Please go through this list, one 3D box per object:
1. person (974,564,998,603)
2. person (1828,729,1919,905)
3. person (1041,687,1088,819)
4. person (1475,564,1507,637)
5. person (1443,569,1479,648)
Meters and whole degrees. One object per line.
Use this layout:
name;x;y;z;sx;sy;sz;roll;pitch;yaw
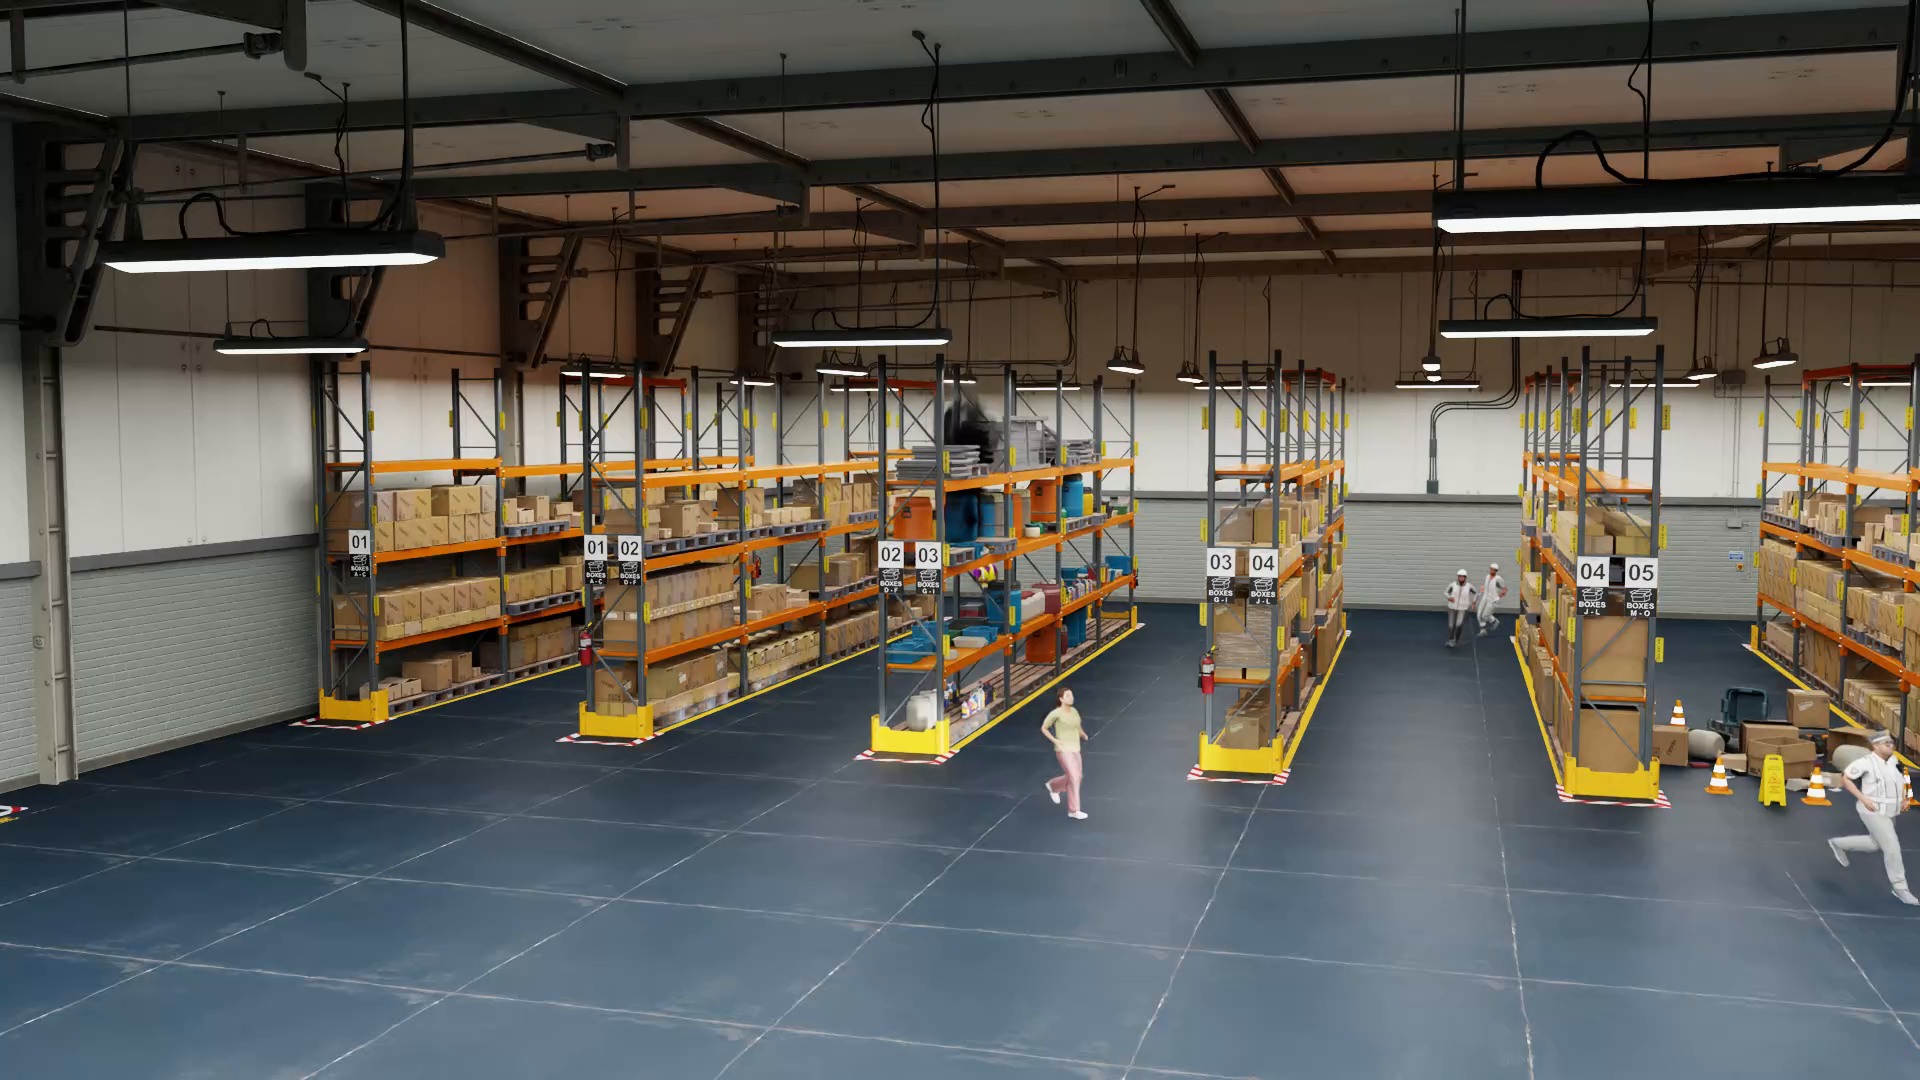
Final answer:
person;0.692;1.176;41.343;0.692;1.719;0.674;-1;4;-11
person;9.747;2.883;17.675;0.633;1.791;1.107;-2;5;-31
person;1.349;2.678;21.083;0.588;1.634;0.739;-3;5;-40
person;12.343;1.399;38.557;0.575;1.724;0.703;-2;5;-28
person;11.033;1.519;36.698;0.730;1.740;0.665;2;5;26
